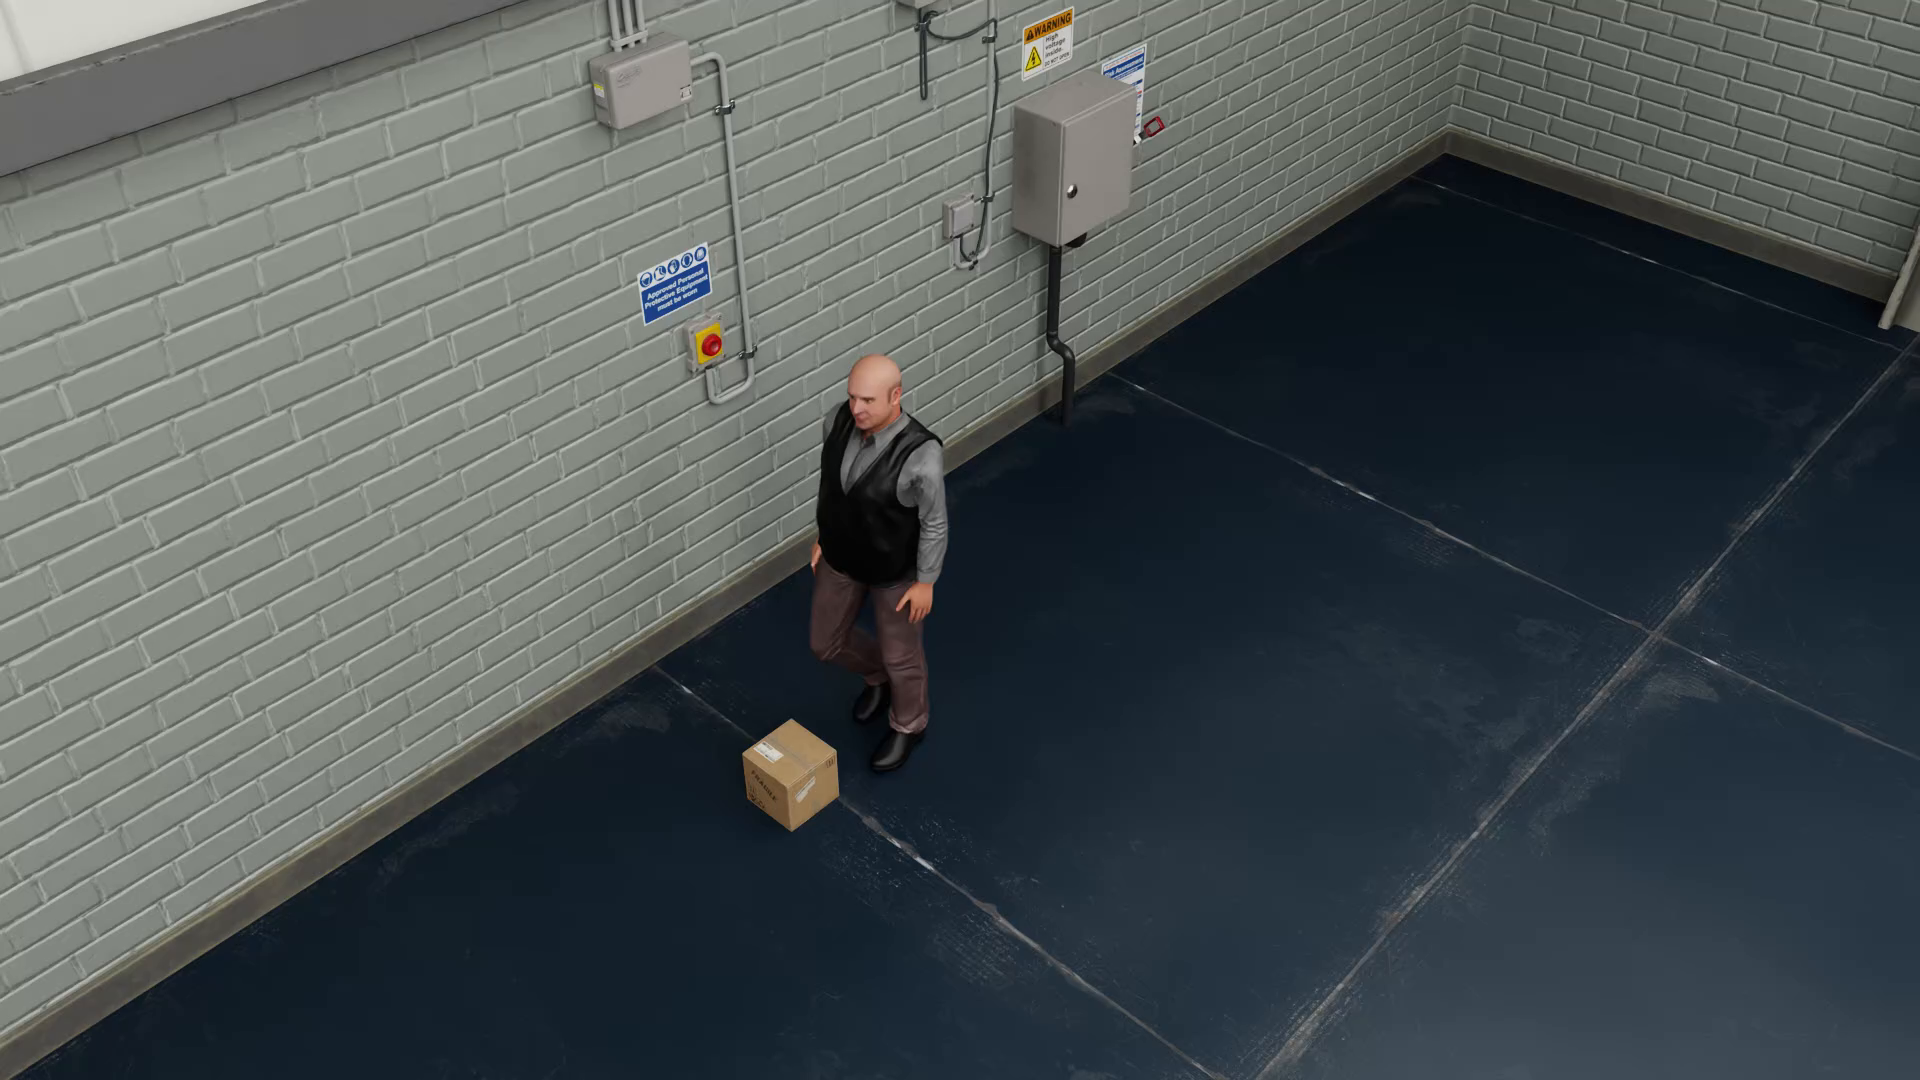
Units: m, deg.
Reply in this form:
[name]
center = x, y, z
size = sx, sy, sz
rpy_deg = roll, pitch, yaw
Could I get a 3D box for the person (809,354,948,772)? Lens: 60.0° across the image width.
[person]
center = -0.302, 0.088, 6.043
size = 0.558, 1.728, 0.430
rpy_deg = 26, 46, 28
